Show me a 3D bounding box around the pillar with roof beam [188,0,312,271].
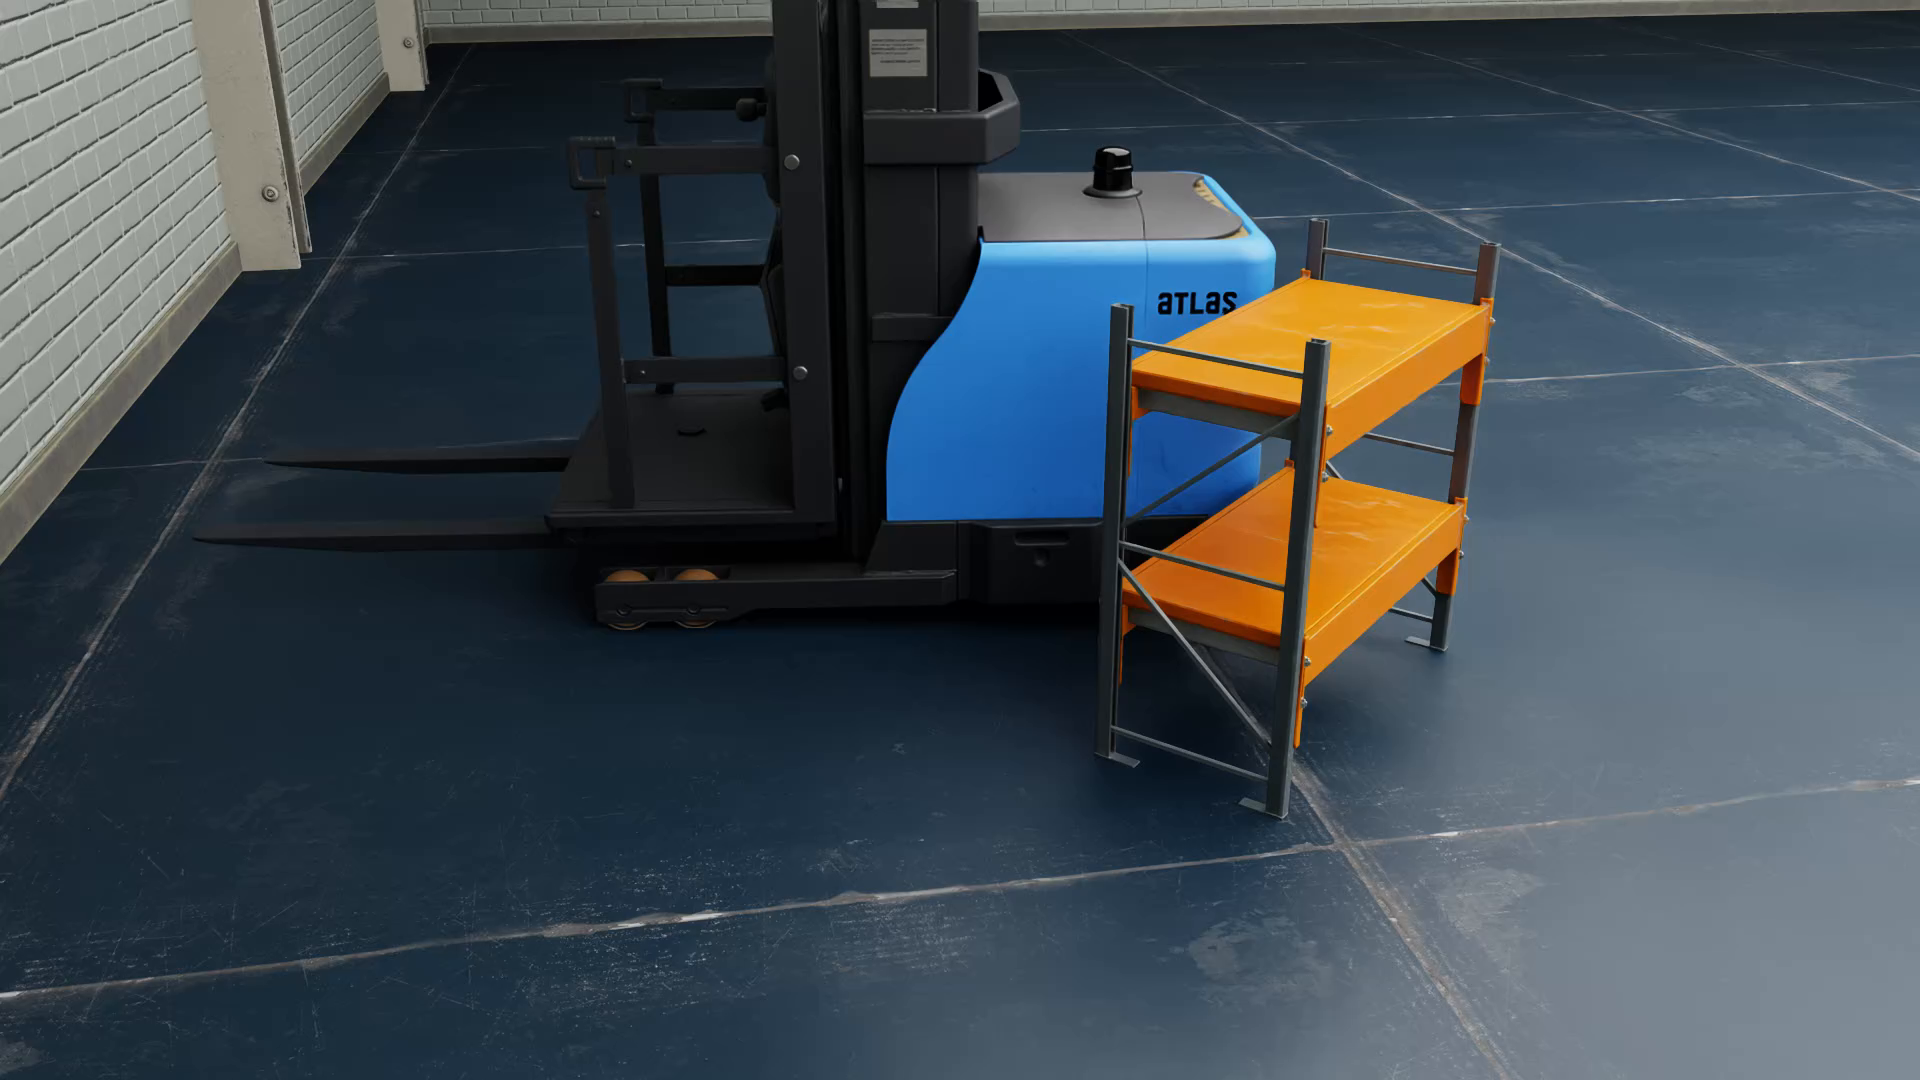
[{"bbox_3d":[0.712,-5.877,7.464,9.100,9.000,0.400,-4,24,-10],"label":"pillar with roof beam"}]

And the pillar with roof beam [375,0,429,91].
[{"bbox_3d":[-0.398,-8.237,12.867,9.100,9.000,0.400,-4,24,-10],"label":"pillar with roof beam"}]

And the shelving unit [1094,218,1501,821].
[{"bbox_3d":[0.834,-0.105,4.085,0.538,1.125,1.048,16,28,32],"label":"shelving unit"}]

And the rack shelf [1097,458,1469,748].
[{"bbox_3d":[0.834,0.119,4.183,0.538,0.278,1.000,16,28,32],"label":"rack shelf"}]

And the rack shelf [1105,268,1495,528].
[{"bbox_3d":[0.834,-0.373,3.968,0.538,0.278,1.000,16,28,32],"label":"rack shelf"}]

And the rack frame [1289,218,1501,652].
[{"bbox_3d":[1.129,-0.271,4.465,0.500,1.125,0.032,16,28,32],"label":"rack frame"}]

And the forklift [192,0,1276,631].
[{"bbox_3d":[-0.679,-1.305,4.577,3.031,2.935,1.130,-1,24,-2],"label":"forklift"}]

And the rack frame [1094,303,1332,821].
[{"bbox_3d":[0.539,0.061,3.706,0.500,1.125,0.032,16,28,32],"label":"rack frame"}]
